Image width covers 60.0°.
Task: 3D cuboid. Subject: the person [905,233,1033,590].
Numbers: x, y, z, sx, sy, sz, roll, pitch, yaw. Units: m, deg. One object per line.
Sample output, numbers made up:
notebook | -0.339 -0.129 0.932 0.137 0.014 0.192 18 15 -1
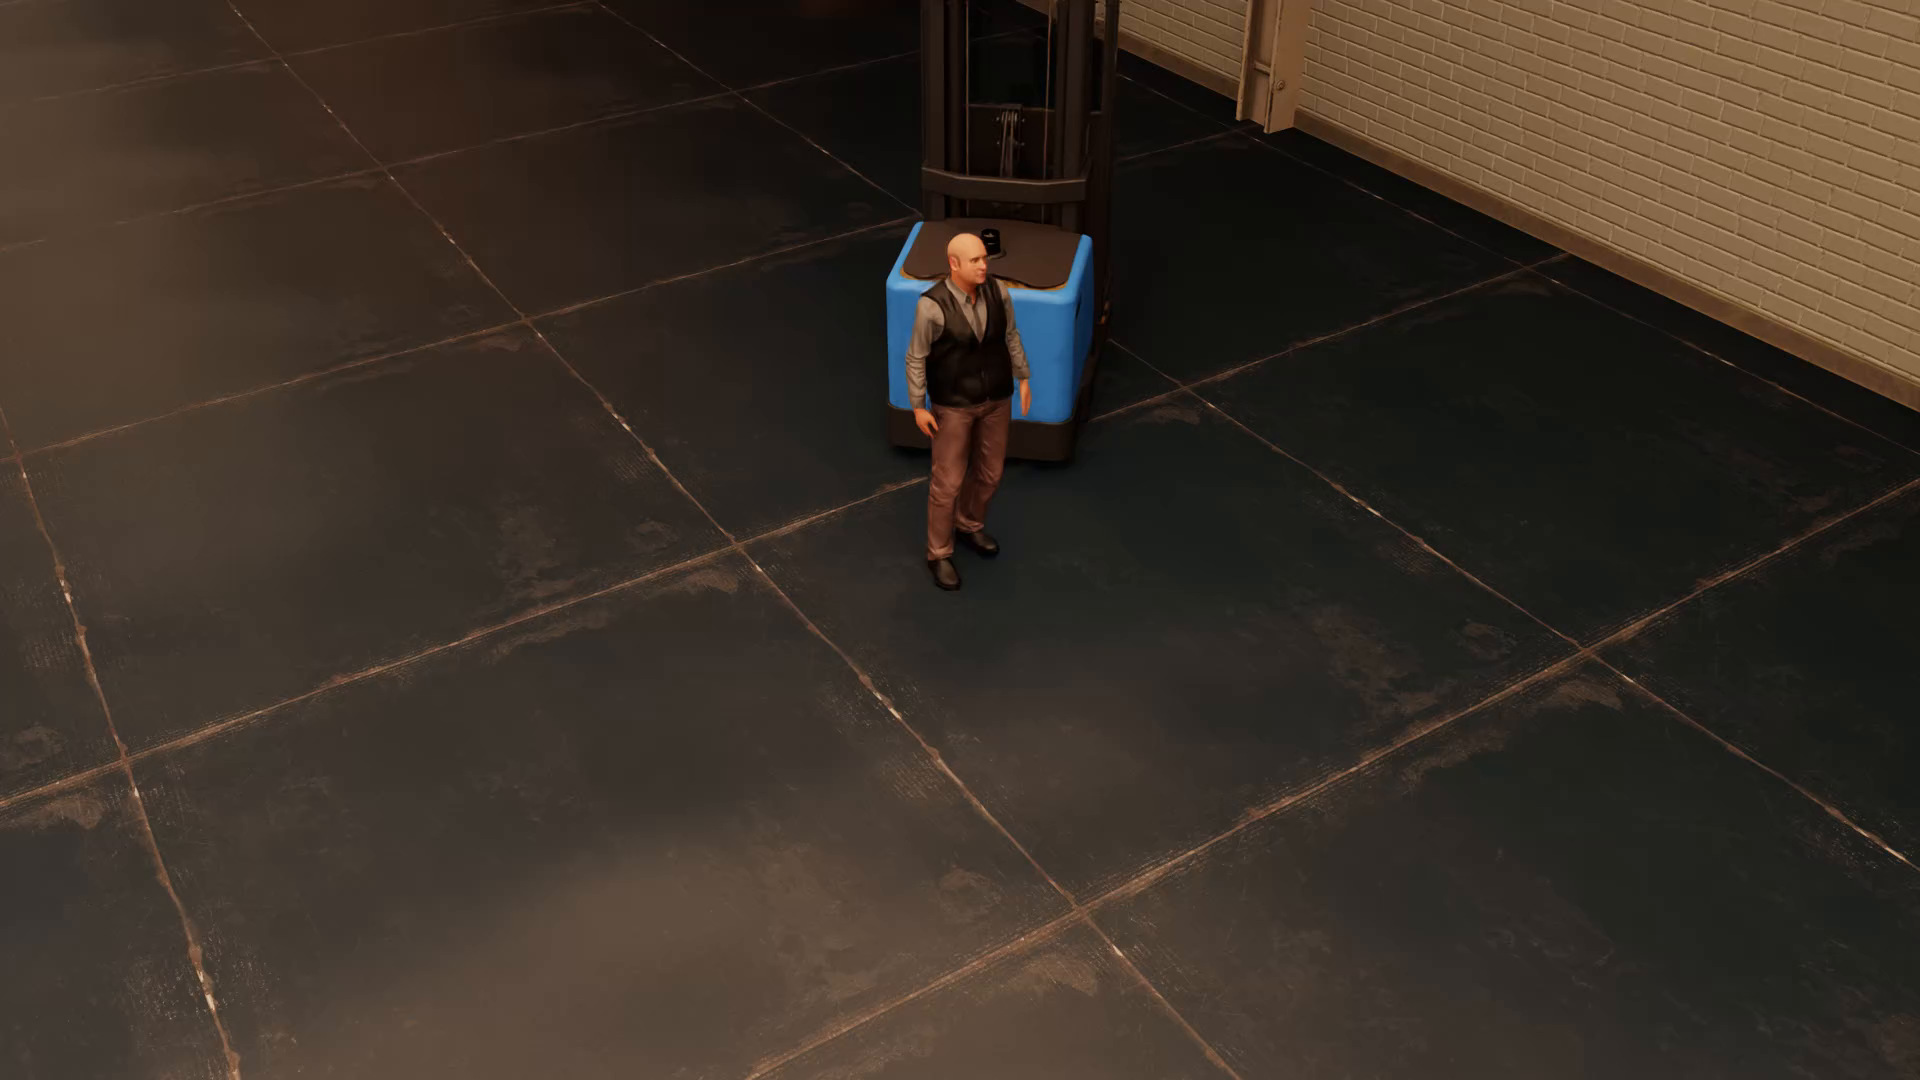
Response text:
person | 0.076 -0.652 8.148 0.663 1.713 0.563 -18 39 -24

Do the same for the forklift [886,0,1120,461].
forklift | 0.370 -2.475 9.670 1.130 2.935 3.031 6 36 9
